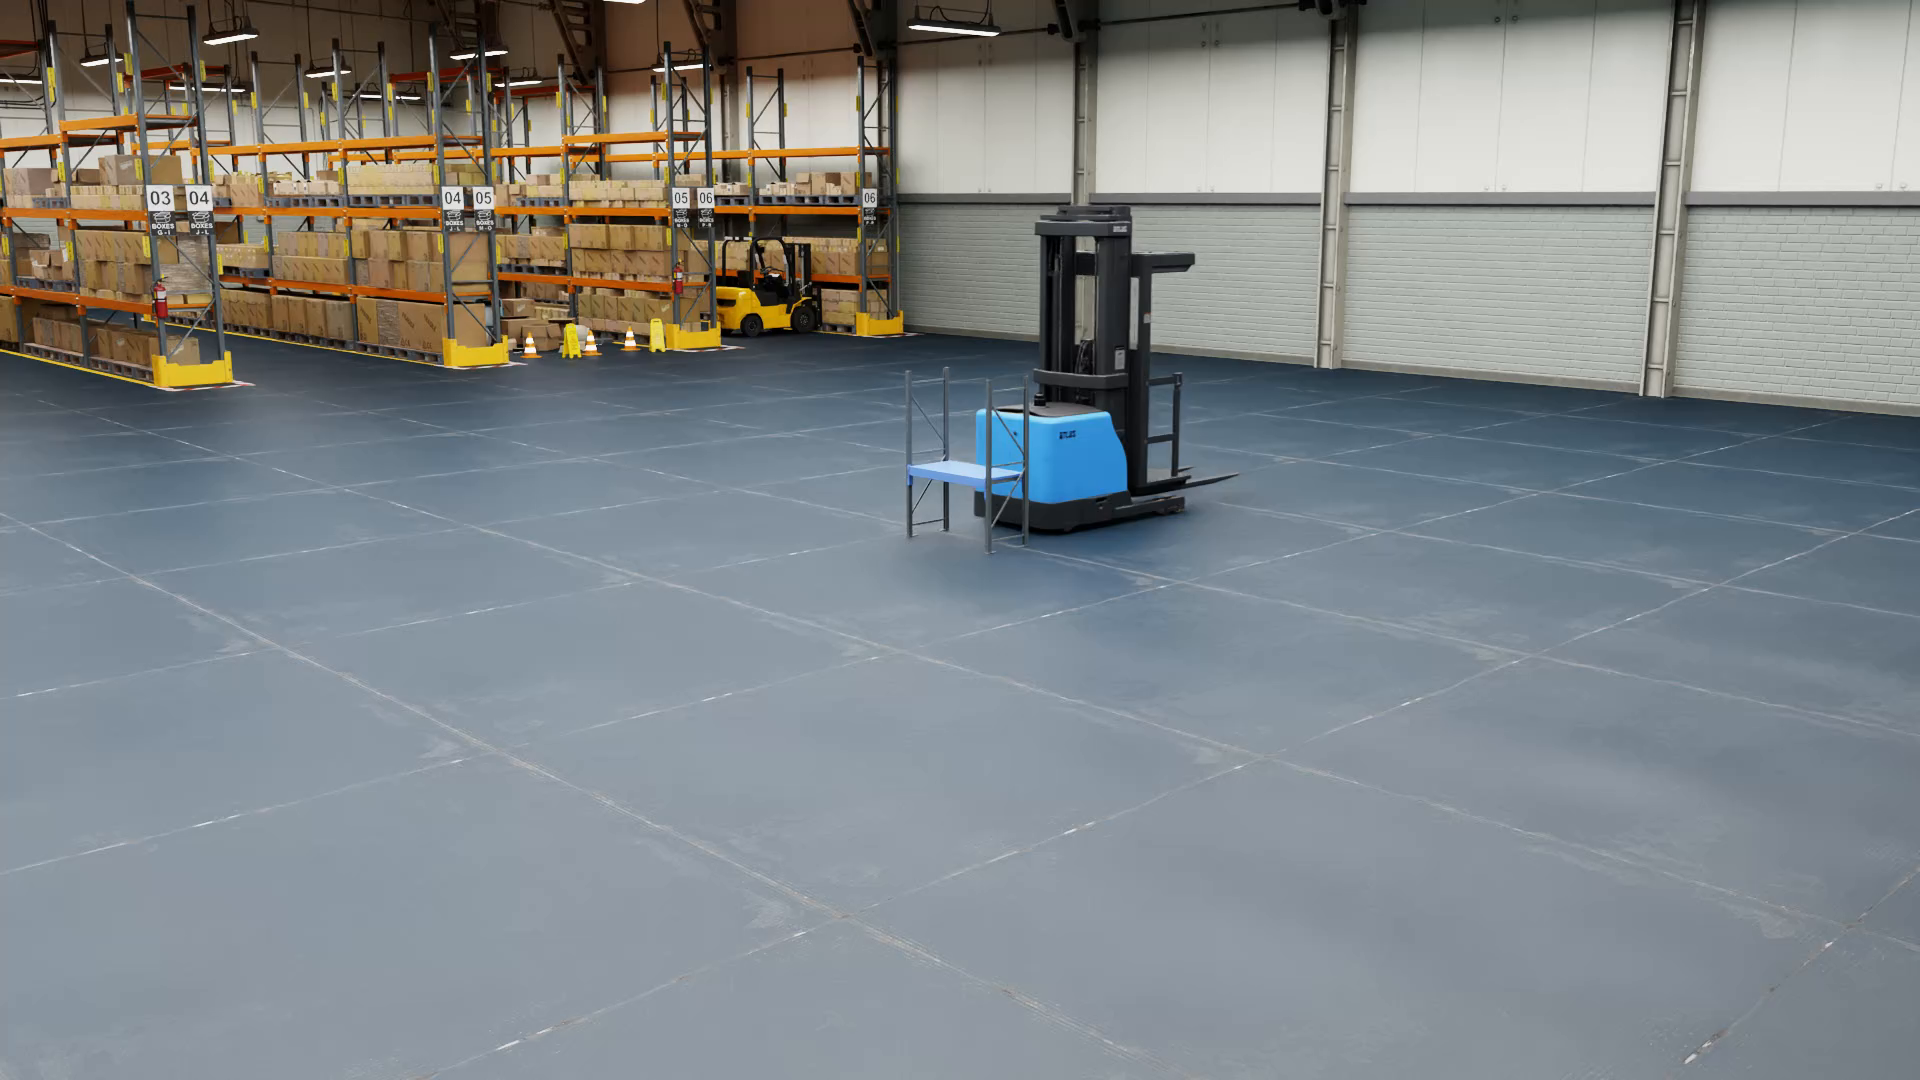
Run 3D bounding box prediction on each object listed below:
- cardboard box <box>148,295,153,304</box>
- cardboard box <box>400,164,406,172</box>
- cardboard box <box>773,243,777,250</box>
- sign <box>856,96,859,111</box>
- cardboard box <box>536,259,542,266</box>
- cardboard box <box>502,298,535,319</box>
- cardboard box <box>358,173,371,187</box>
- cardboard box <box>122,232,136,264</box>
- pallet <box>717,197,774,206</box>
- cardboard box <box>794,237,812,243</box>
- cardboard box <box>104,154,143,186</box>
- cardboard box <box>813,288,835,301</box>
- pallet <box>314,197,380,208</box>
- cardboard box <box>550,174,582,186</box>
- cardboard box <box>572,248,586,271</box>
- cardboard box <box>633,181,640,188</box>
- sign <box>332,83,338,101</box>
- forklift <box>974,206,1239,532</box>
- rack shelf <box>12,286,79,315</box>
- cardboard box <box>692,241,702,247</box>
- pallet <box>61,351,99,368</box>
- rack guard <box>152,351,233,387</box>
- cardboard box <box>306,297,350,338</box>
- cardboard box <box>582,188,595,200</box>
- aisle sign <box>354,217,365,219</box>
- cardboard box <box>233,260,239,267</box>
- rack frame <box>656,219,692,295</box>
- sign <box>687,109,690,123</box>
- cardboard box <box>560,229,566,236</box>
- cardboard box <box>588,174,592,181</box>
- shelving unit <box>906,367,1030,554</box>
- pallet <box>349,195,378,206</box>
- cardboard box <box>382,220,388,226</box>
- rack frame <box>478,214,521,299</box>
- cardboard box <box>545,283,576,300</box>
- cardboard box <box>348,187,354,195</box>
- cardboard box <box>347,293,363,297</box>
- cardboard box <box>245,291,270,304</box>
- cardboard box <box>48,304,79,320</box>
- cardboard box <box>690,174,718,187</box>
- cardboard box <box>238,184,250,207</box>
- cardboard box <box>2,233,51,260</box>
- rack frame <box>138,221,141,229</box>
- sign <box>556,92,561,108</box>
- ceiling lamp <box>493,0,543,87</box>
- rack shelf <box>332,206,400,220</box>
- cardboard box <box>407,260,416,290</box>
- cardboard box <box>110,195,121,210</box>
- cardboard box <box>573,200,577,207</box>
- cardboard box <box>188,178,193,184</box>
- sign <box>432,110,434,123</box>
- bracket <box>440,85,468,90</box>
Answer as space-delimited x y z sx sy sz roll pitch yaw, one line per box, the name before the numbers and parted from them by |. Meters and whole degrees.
cardboard box | -13.090 -3.960 27.320 0.380 0.149 0.250 -11 16 -43
cardboard box | -10.092 -6.851 30.656 0.380 0.149 0.250 -11 16 -42
cardboard box | -4.169 -6.902 39.124 0.380 0.149 0.250 -11 16 -43
sign | -2.219 -9.468 36.053 0.100 0.325 0.005 -11 16 -43
cardboard box | -9.273 -6.228 37.287 0.380 0.149 0.250 -11 16 -42
cardboard box | -9.433 -4.892 35.542 0.500 0.500 0.500 -11 16 -43
cardboard box | -11.192 -6.906 31.909 0.500 0.250 0.500 -11 16 -43
cardboard box | -13.479 -4.836 27.487 0.500 0.500 0.500 -11 16 -43
pallet | -5.197 -8.193 40.284 1.217 0.209 0.805 11 16 43
cardboard box | -3.626 -6.938 38.560 0.380 0.149 0.250 -11 16 -43
cardboard box | -13.825 -6.133 27.588 0.500 0.500 0.500 -11 16 -43
cardboard box | -3.073 -5.625 38.076 0.500 0.250 0.500 -11 16 -42
pallet | -12.345 -6.796 33.504 1.217 0.209 0.805 11 16 43
cardboard box | -8.659 -7.911 36.535 0.500 0.250 0.500 -10 16 -41
cardboard box | -8.064 -6.090 36.051 0.500 0.500 0.500 -11 16 -43
cardboard box | -6.492 -7.318 34.209 0.380 0.149 0.250 -11 16 -43
sign | -12.061 -8.651 32.088 0.100 0.325 0.005 -11 16 -43
forklift | 1.550 -1.735 16.072 3.031 2.935 1.130 -11 16 -42
rack shelf | -16.715 -4.557 31.378 1.077 0.370 4.000 -11 16 -43
cardboard box | -6.435 -7.366 41.377 0.380 0.149 0.250 -10 16 -41
pallet | -15.872 -3.365 30.720 1.003 0.211 1.213 -11 16 -43
rack guard | -12.624 -2.820 27.361 1.175 0.500 0.348 -11 16 -43
cardboard box | -12.834 -4.617 34.421 1.050 0.750 0.750 -11 16 -43
cardboard box | -7.697 -7.363 35.418 0.500 0.250 0.500 -11 16 -43
aisle sign | -16.279 -9.076 45.090 0.394 0.787 0.004 -11 16 -43
cardboard box | -15.817 -6.118 36.754 0.250 0.149 0.380 11 16 43
rack frame | -7.341 -7.274 42.785 1.000 3.000 0.127 -11 16 -43
sign | -6.942 -10.825 42.447 0.100 0.325 0.005 -11 16 -43
cardboard box | -9.060 -6.978 37.715 0.380 0.149 0.250 -10 15 -39
cardboard box | -10.148 -9.715 44.767 0.396 0.266 0.258 -11 16 -43
shelving unit | 0.059 -0.722 14.700 0.538 1.500 1.048 -11 16 -43
pallet | -11.119 -6.598 32.291 1.003 0.211 1.213 -11 16 -43
cardboard box | -14.590 -8.148 42.695 0.380 0.149 0.250 -11 16 -43
rack frame | -10.929 -6.582 39.425 1.000 3.000 0.127 -11 16 -43
cardboard box | -11.233 -7.039 46.797 0.500 0.500 0.700 11 16 43
cardboard box | -11.671 -6.794 32.354 0.380 0.149 0.250 -11 16 -43
cardboard box | -15.925 -6.618 44.908 0.875 0.438 0.875 11 16 43
cardboard box | -15.457 -5.361 36.797 0.500 0.250 0.500 -11 16 -42
cardboard box | -17.238 -4.390 32.031 0.500 0.250 0.500 -9 14 -36
cardboard box | -6.314 -8.759 41.020 0.500 0.500 0.500 -10 16 -41
cardboard box | -15.372 -7.515 36.270 0.500 0.500 0.500 -11 16 -43
cardboard box | -18.589 -5.850 33.139 0.797 0.503 0.637 -10 15 -41
rack frame | -19.964 -7.045 41.672 1.000 3.000 0.127 -11 16 -43
sign | -8.564 -9.393 35.496 0.100 0.325 0.005 -11 16 -43
ceiling lamp | -11.114 -13.226 42.343 0.800 3.185 2.000 -11 16 -43
rack shelf | -15.072 -8.574 43.445 1.077 0.370 4.000 -11 16 -43
cardboard box | -9.895 -5.008 31.412 0.875 0.550 0.550 -11 16 -43
cardboard box | -13.783 -5.612 27.657 0.500 0.250 0.500 -10 16 -41
cardboard box | -8.128 -7.264 35.923 0.380 0.149 0.250 -11 16 -43
cardboard box | -17.615 -8.304 38.497 0.250 0.149 0.380 11 16 43
sign | -13.307 -10.678 41.926 0.100 0.325 0.005 -11 16 -43
bracket | -16.549 -14.081 52.036 0.076 0.066 5.218 -11 16 -43
